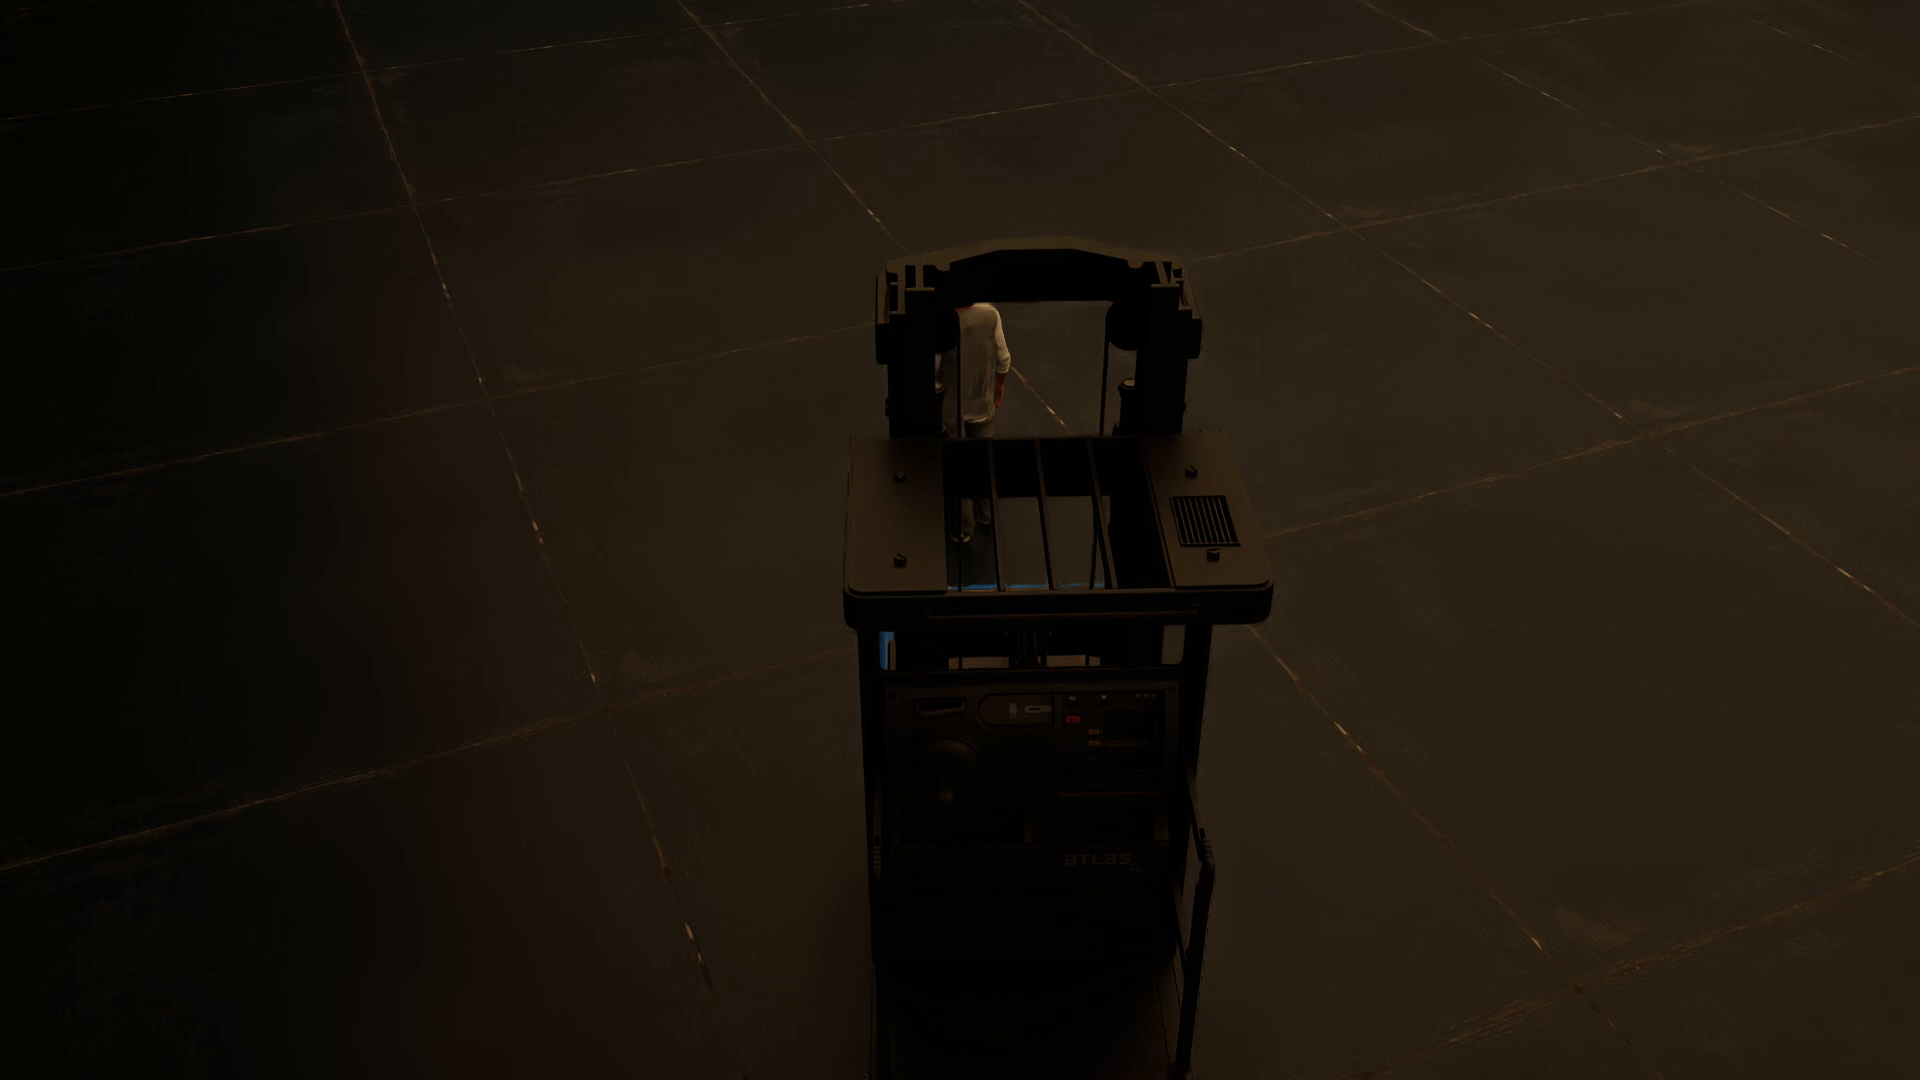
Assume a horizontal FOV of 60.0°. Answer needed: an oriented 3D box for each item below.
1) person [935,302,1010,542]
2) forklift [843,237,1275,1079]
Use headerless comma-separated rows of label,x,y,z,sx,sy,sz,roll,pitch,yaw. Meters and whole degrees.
person,-0.016,-0.699,8.220,0.521,1.596,0.475,-14,38,-19
forklift,0.237,0.703,5.110,1.130,2.935,3.031,-1,35,-2
